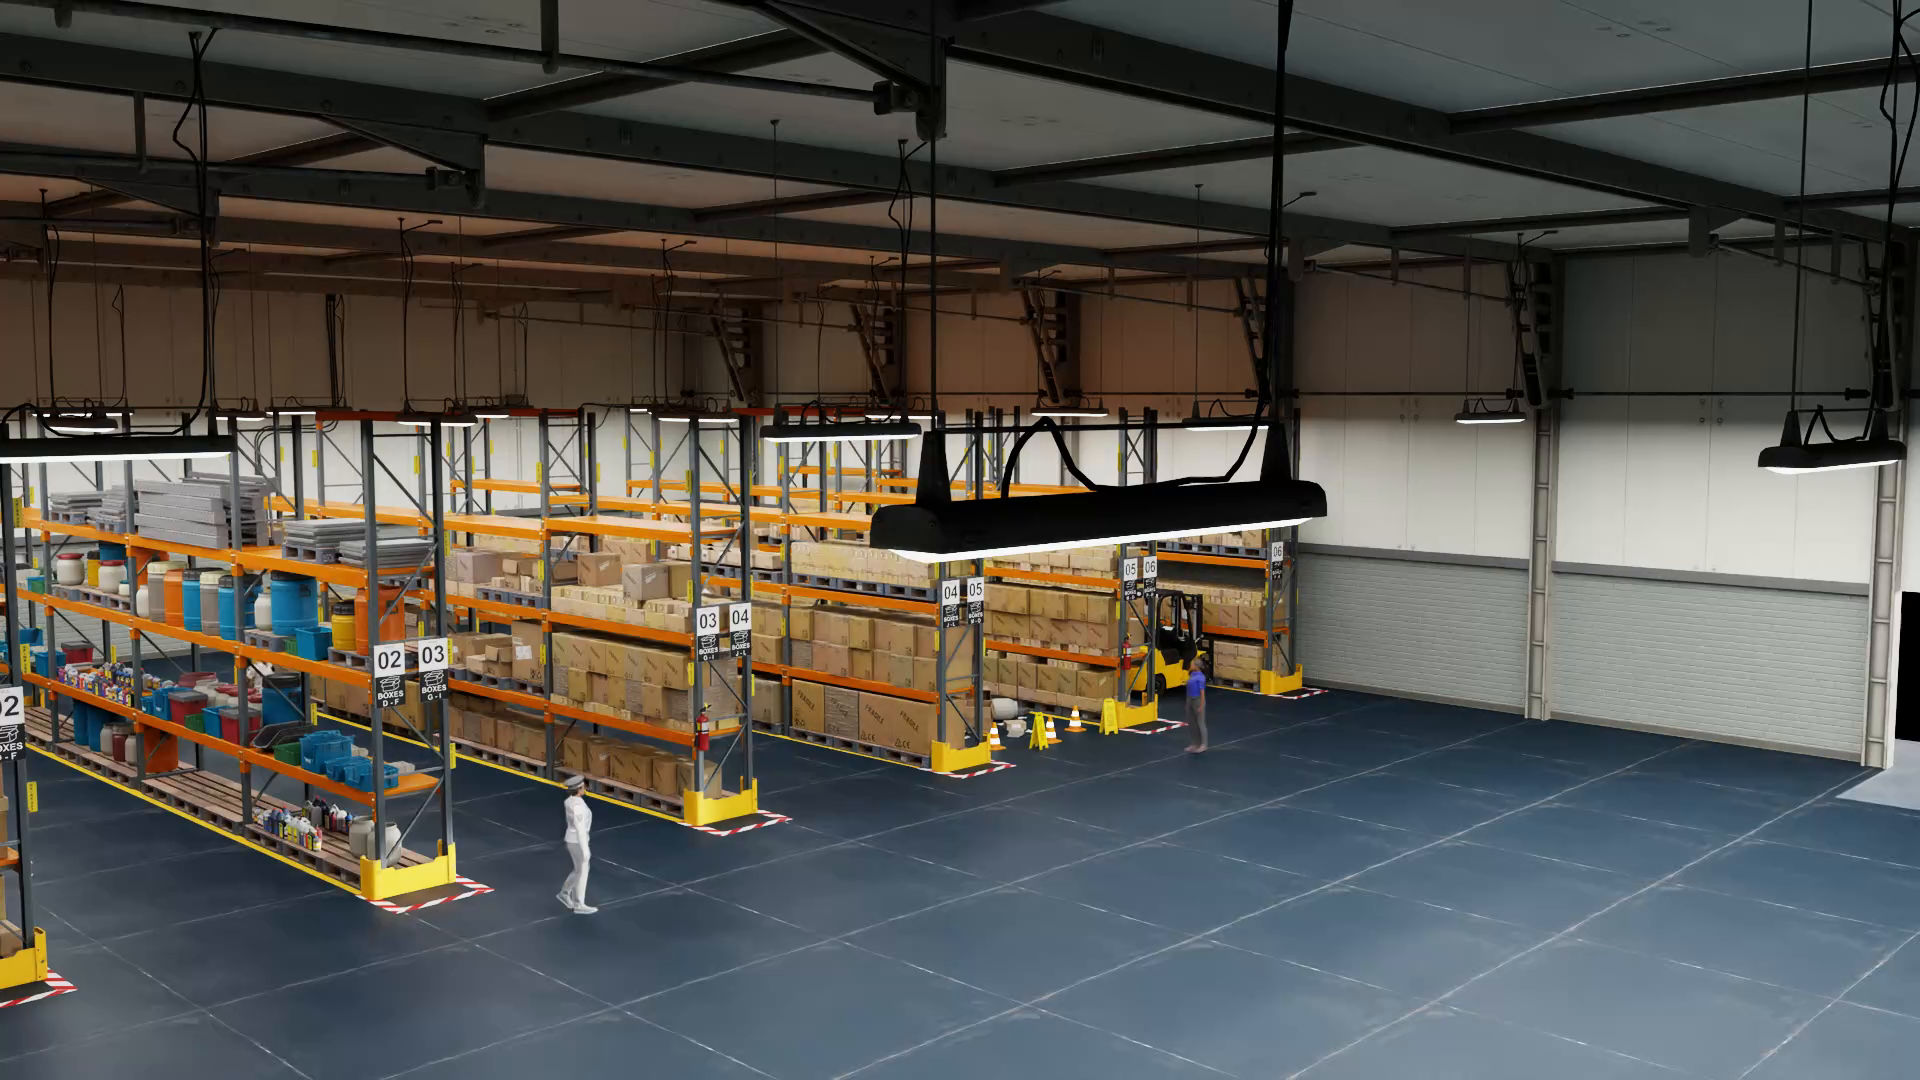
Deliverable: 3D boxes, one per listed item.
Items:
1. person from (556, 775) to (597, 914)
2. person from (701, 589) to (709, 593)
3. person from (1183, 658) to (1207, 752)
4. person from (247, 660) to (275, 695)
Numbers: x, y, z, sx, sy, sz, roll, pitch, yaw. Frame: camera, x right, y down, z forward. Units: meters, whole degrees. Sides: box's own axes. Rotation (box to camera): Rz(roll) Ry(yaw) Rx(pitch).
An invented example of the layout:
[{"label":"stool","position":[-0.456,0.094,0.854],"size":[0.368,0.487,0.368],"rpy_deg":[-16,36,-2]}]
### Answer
[{"label":"person","position":[-4.678,3.706,20.253],"size":[0.465,1.691,0.538],"rpy_deg":[-2,5,-18]},{"label":"person","position":[-5.891,2.014,38.541],"size":[0.562,1.791,0.386],"rpy_deg":[3,6,26]},{"label":"person","position":[4.176,2.926,29.325],"size":[0.379,1.669,0.549],"rpy_deg":[-3,6,-31]},{"label":"person","position":[-12.726,2.841,30.330],"size":[0.600,1.722,0.695],"rpy_deg":[-4,7,-40]}]
